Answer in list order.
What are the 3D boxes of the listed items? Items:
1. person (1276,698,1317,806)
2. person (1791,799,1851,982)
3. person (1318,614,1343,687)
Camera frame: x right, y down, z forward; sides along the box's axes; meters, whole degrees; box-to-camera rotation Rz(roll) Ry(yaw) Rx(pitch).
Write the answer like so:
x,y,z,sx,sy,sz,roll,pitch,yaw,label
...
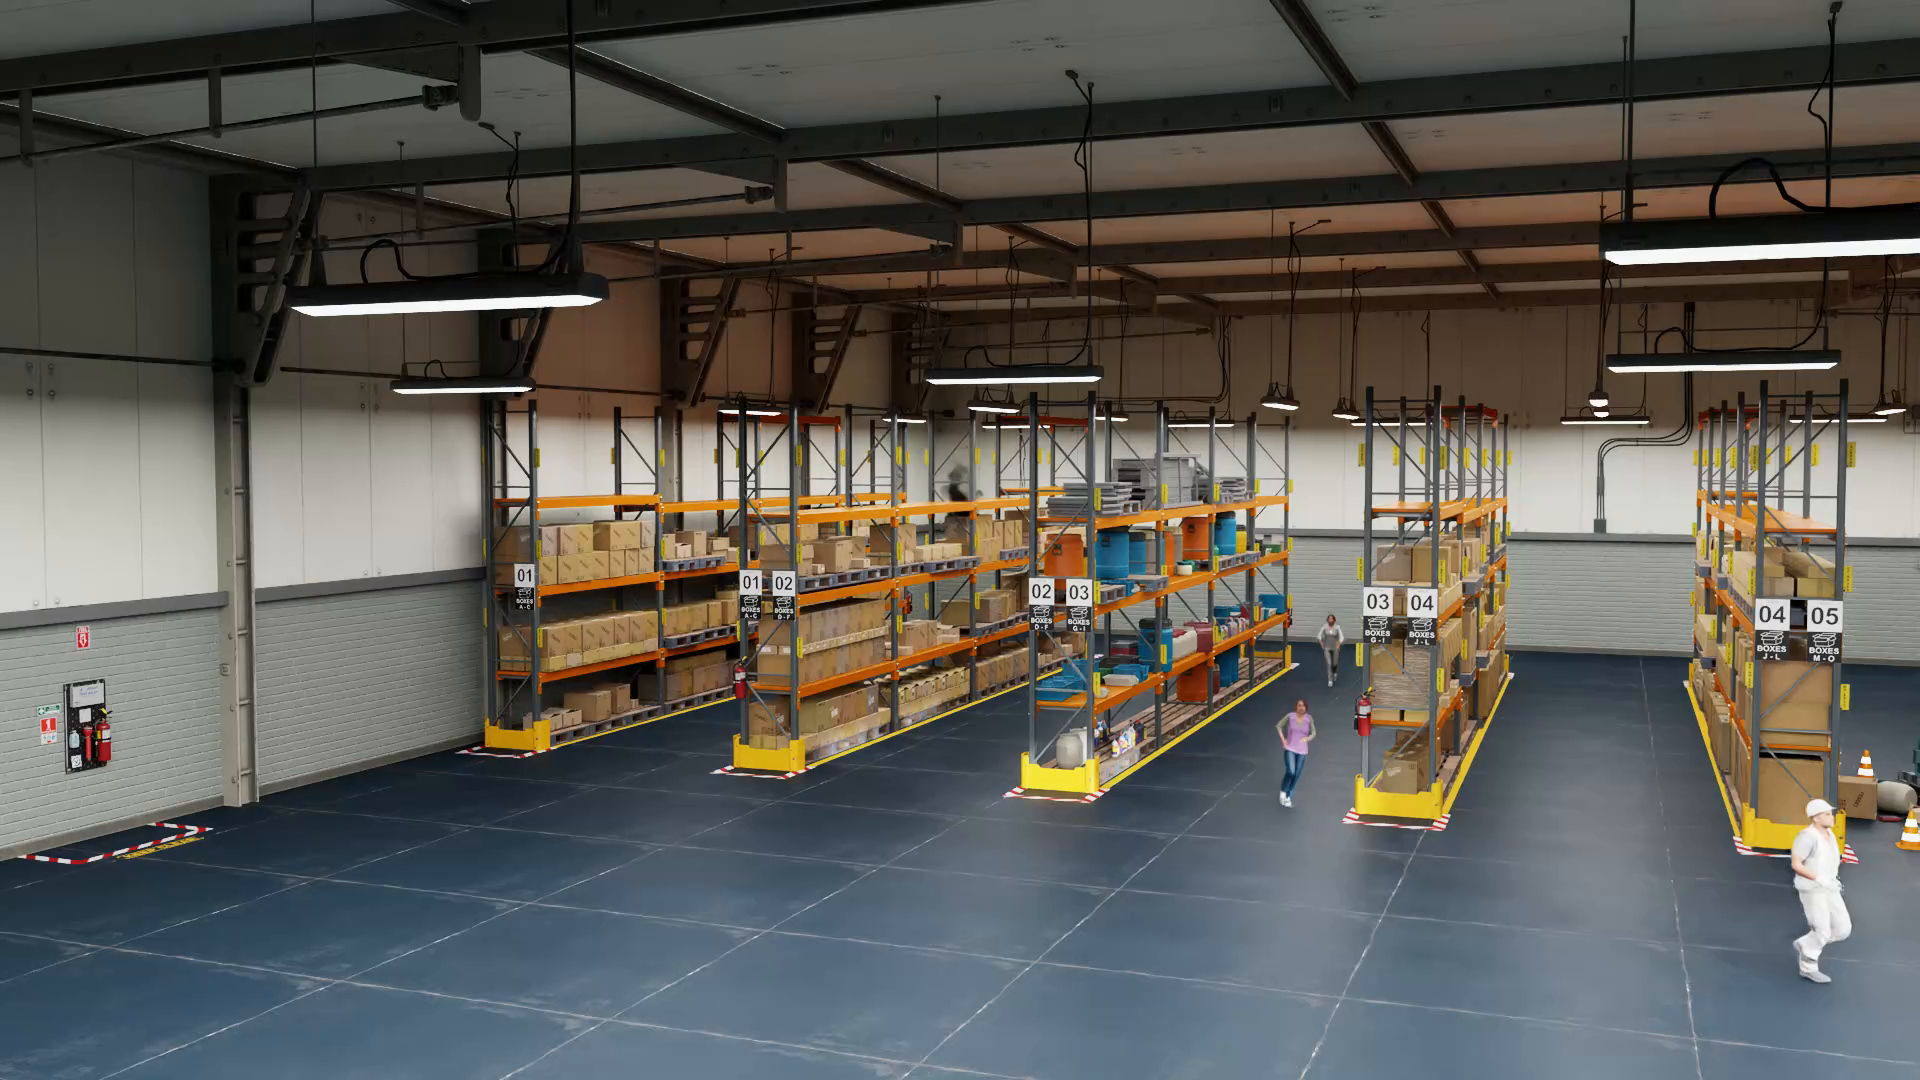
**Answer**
x,y,z,sx,sy,sz,roll,pitch,yaw,label
4.830,3.044,23.827,0.538,1.575,0.574,0,3,-1,person
8.183,3.340,15.857,0.648,1.745,0.586,-2,3,-32,person
8.160,2.415,36.645,0.558,1.576,0.627,1,3,12,person
